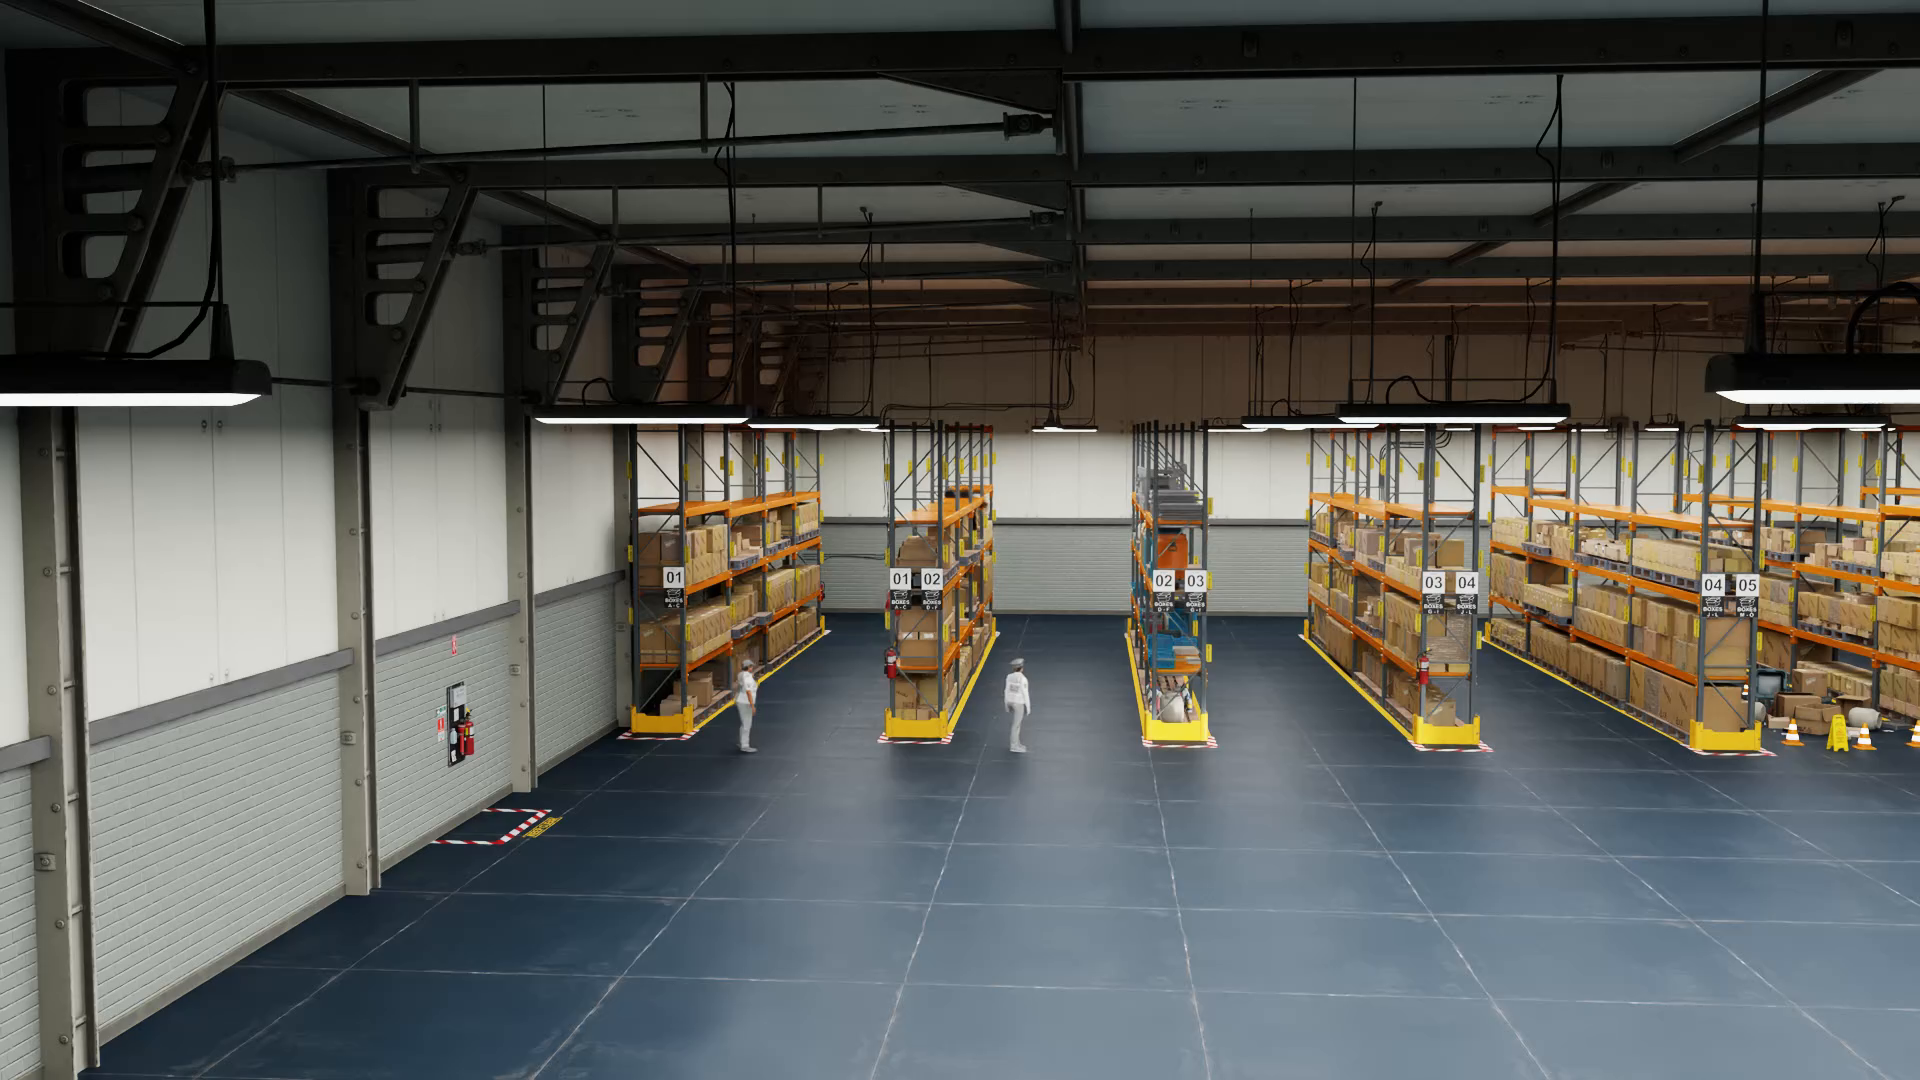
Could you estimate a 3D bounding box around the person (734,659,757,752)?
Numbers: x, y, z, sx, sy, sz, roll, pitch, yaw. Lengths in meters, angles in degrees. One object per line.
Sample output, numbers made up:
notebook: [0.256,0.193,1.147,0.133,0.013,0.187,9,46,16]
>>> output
person: [-3.880,3.030,30.151,0.404,1.748,0.560,-1,4,-15]

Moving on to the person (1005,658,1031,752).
person: [1.099,2.986,30.116,0.487,1.690,0.549,-2,4,-34]

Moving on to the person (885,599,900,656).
person: [-1.625,2.151,43.111,0.604,1.779,0.666,-1,4,-8]

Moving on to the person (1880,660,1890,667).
person: [22.669,2.295,40.902,0.515,1.699,0.594,-1,4,-14]
